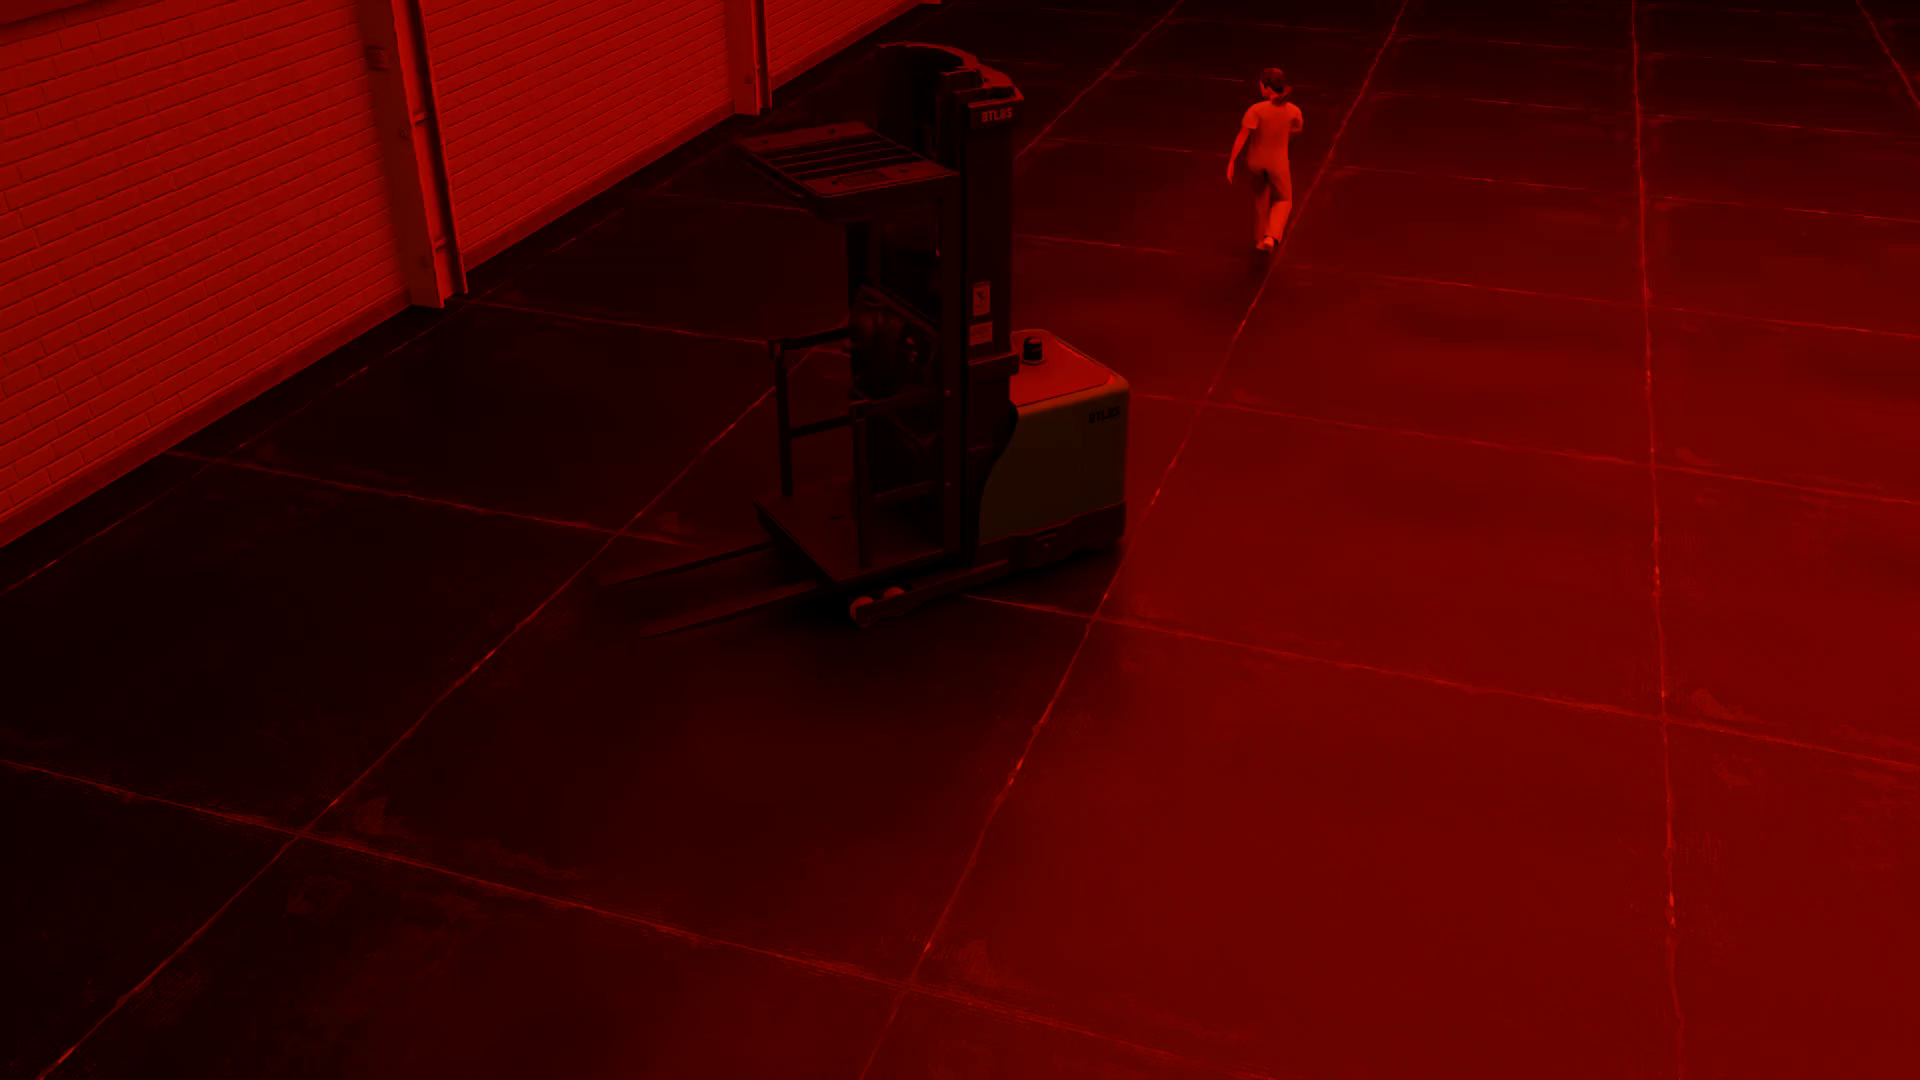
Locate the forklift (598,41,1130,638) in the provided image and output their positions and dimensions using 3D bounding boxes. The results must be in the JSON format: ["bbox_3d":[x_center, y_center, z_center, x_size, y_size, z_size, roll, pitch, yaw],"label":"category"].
[{"bbox_3d":[-0.541,-1.089,9.047,3.031,2.935,1.130,-16,33,-26],"label":"forklift"}]

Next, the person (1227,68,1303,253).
[{"bbox_3d":[2.594,-3.209,14.115,0.543,1.606,0.681,11,31,18],"label":"person"}]
